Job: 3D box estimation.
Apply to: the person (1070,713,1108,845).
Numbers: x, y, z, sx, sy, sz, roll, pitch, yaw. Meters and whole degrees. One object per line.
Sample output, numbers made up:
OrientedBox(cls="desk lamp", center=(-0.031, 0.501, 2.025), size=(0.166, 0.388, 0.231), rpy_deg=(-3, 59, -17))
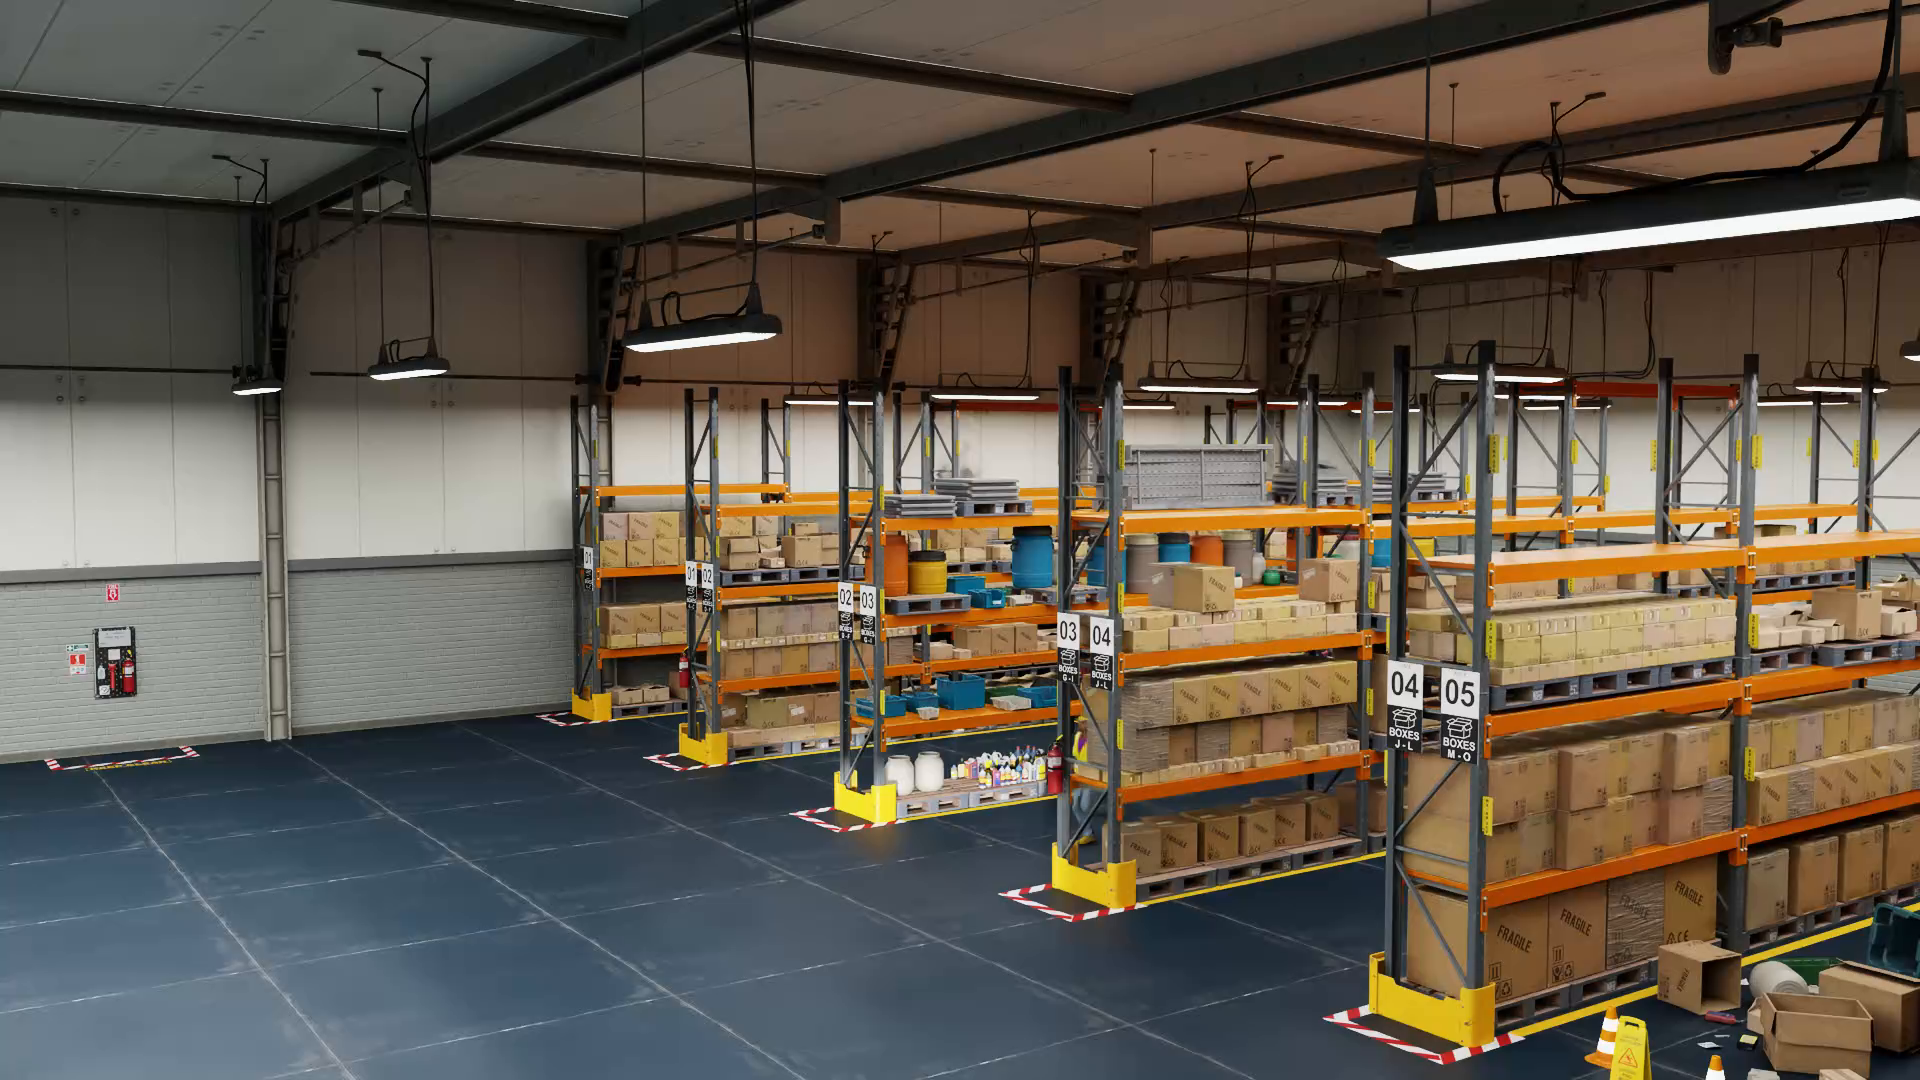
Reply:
OrientedBox(cls="person", center=(1.697, 3.031, 21.333), size=(0.623, 1.712, 0.682), rpy_deg=(-3, 5, -41))
